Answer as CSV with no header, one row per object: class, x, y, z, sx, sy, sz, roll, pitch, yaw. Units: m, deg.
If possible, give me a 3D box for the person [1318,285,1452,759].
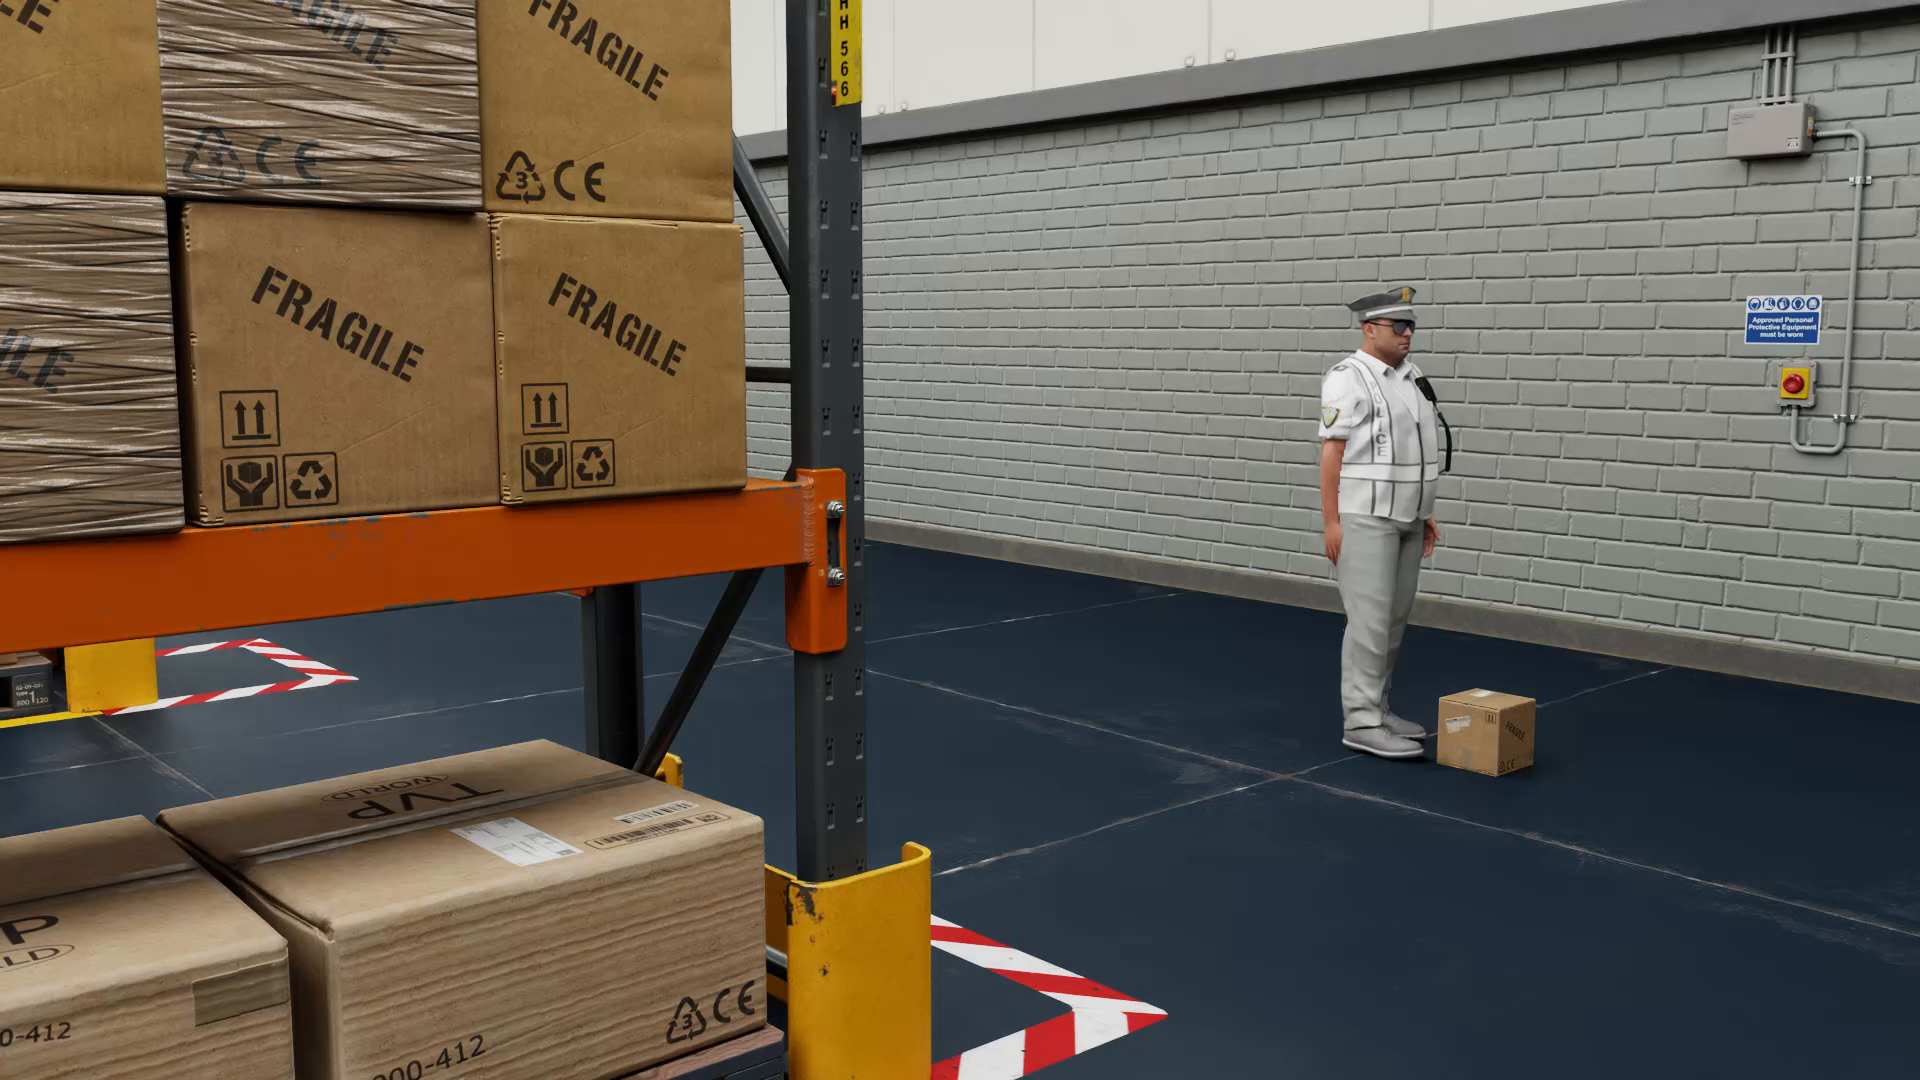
person,1.665,-0.085,6.367,0.538,1.759,0.516,-6,10,-40
